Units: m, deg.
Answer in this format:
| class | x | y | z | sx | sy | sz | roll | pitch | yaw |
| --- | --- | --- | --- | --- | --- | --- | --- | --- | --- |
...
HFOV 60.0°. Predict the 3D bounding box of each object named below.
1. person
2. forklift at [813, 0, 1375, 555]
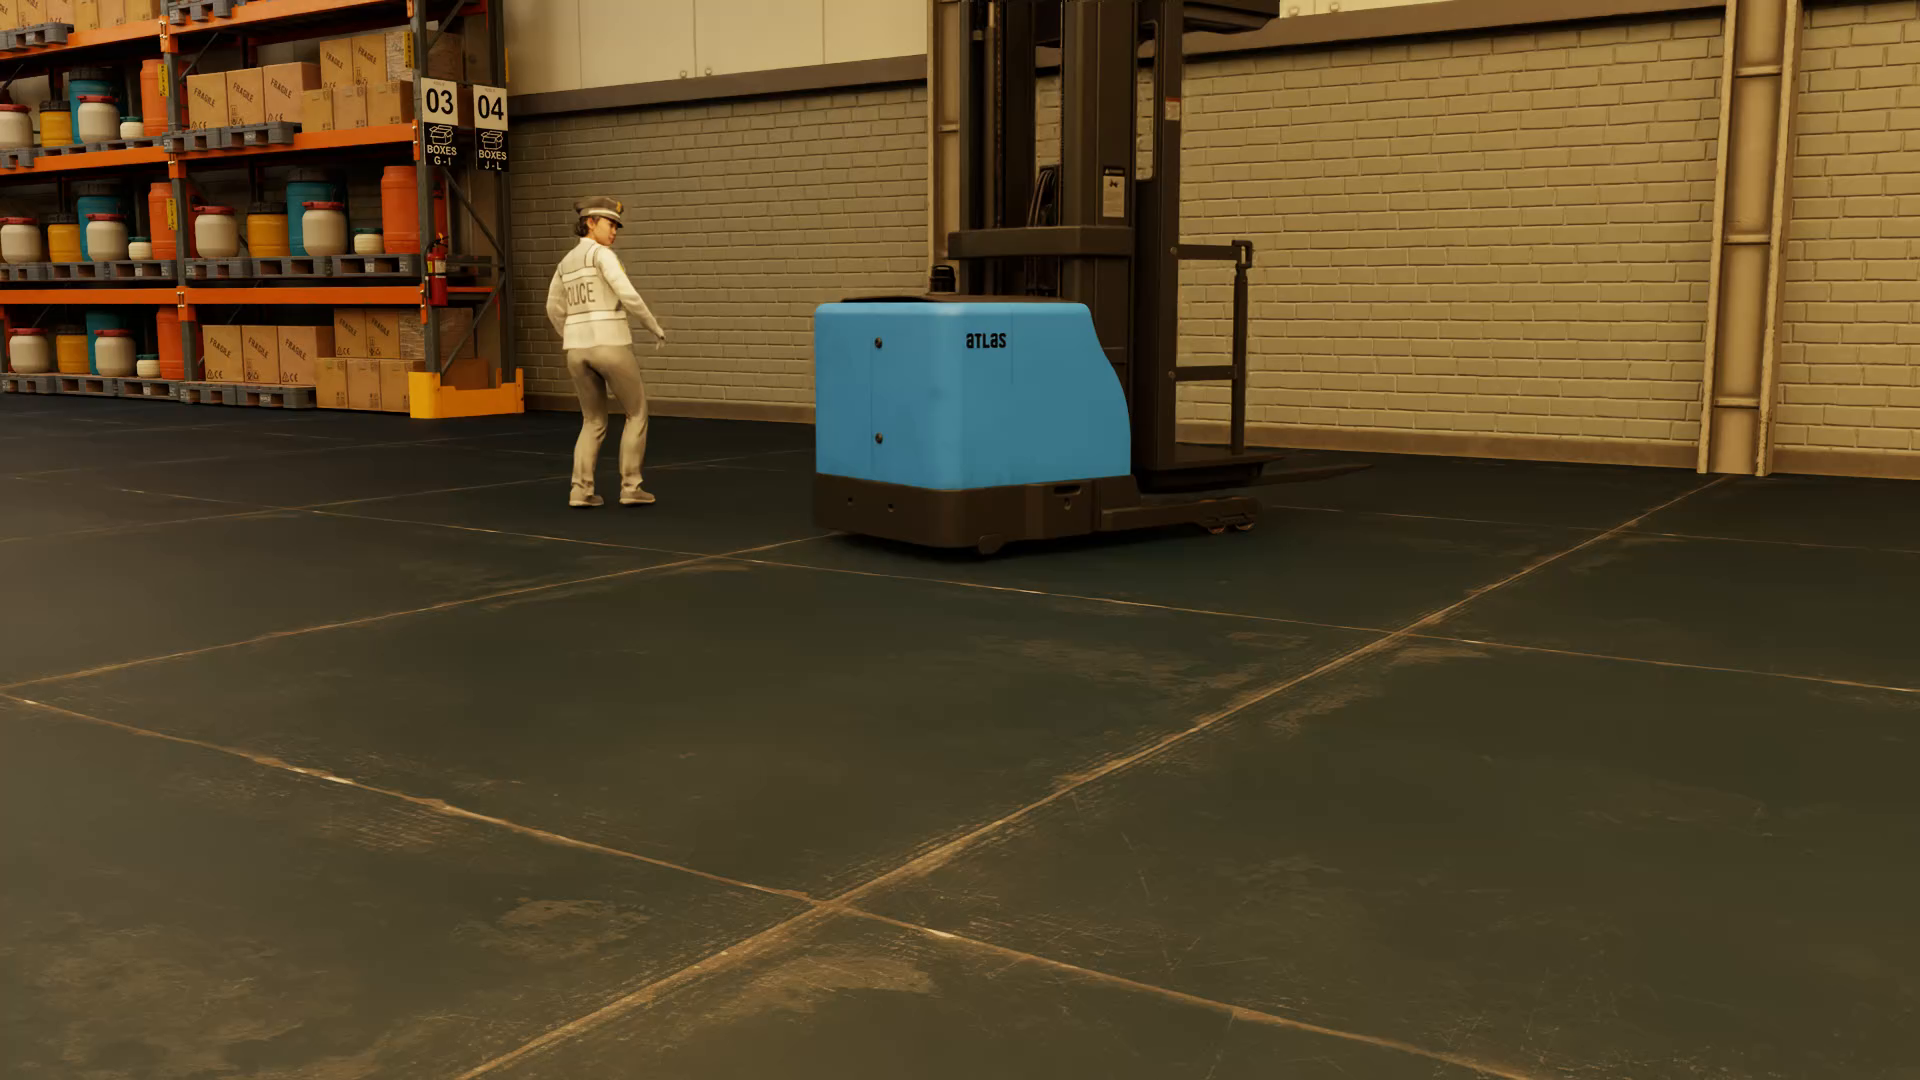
| class | x | y | z | sx | sy | sz | roll | pitch | yaw |
| --- | --- | --- | --- | --- | --- | --- | --- | --- | --- |
| person | -1.893 | -0.981 | 8.799 | 0.712 | 1.632 | 0.482 | 5 | 9 | 30 |
| forklift | 0.801 | -1.530 | 7.951 | 3.031 | 2.935 | 1.130 | -6 | 10 | -38 |
